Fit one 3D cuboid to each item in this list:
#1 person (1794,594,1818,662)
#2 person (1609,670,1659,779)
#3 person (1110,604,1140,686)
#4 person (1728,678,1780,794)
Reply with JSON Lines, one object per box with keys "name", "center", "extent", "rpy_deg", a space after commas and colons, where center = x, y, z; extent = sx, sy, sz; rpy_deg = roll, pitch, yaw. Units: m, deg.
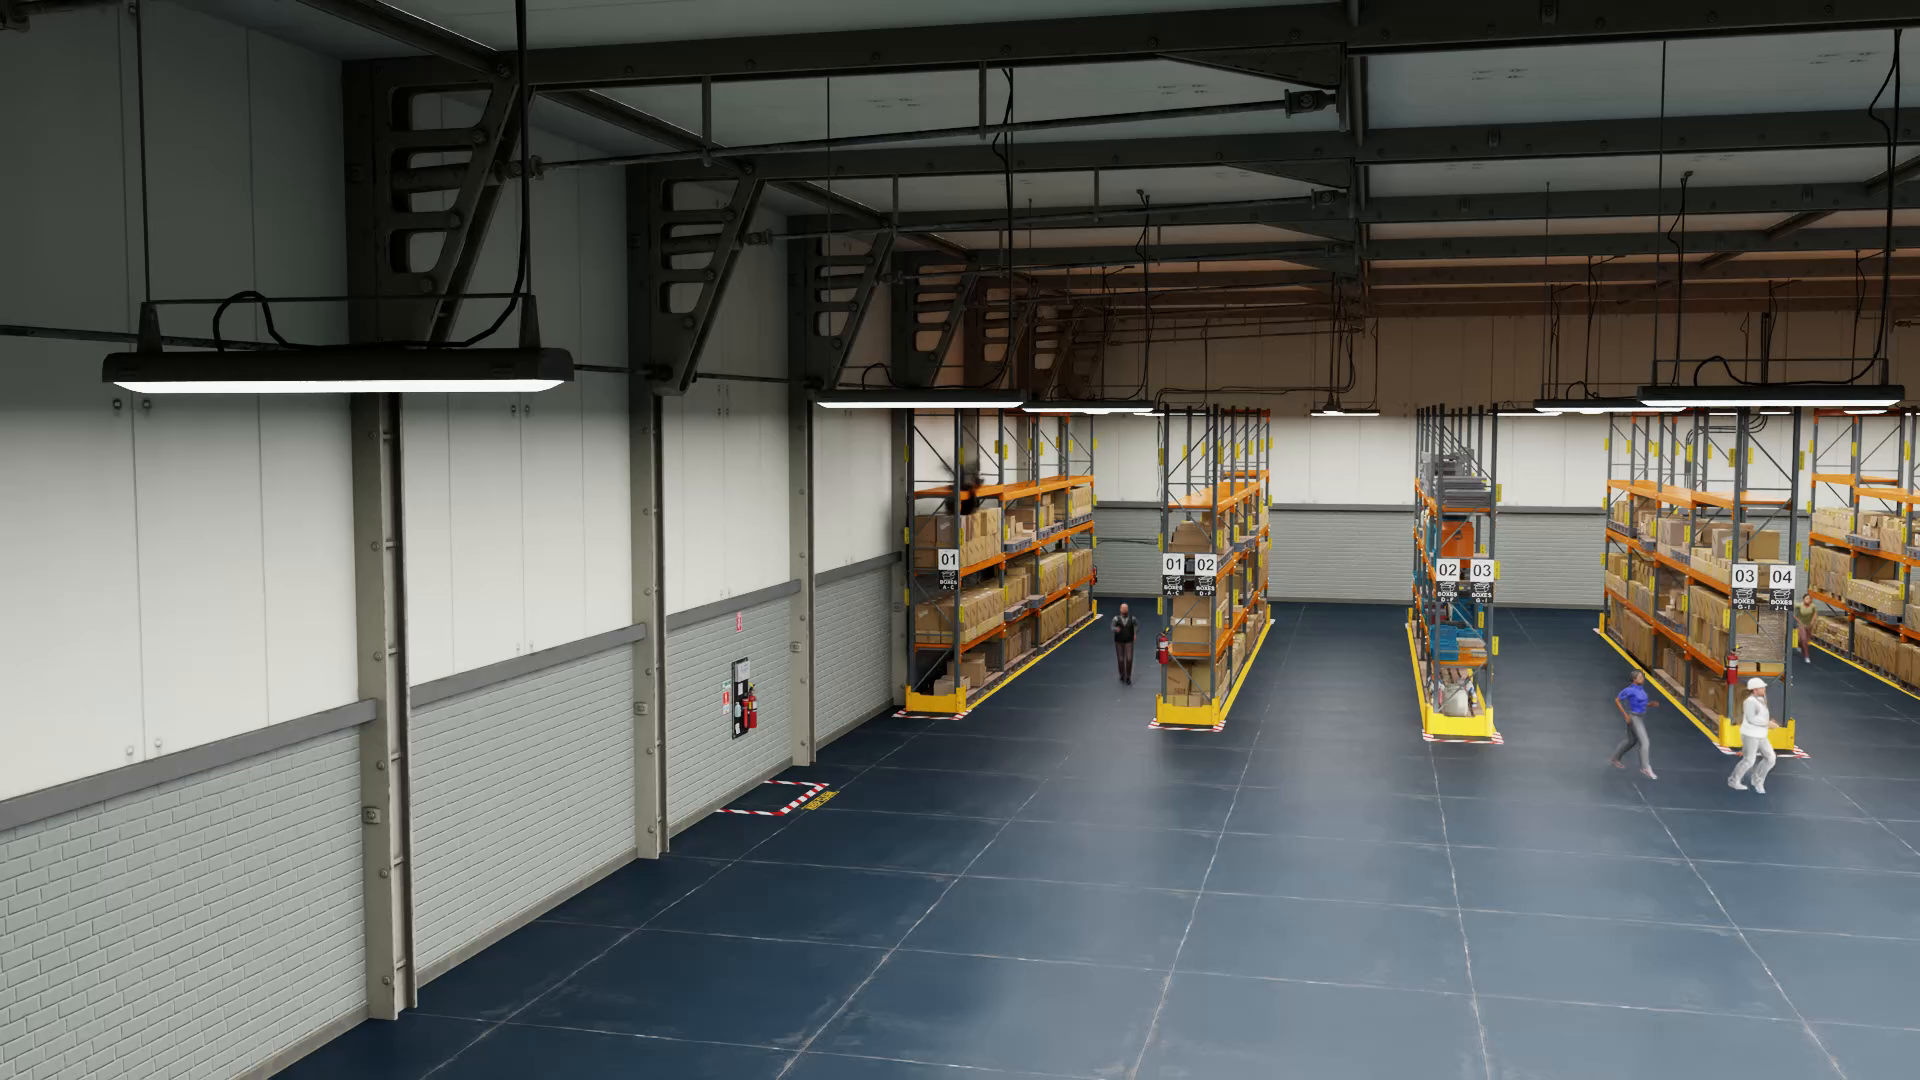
{"name": "person", "center": [20.025, 2.069, 39.502], "extent": [0.578, 1.648, 0.810], "rpy_deg": [1, 4, 16]}
{"name": "person", "center": [10.834, 2.942, 26.719], "extent": [0.825, 1.703, 0.554], "rpy_deg": [3, 5, 40]}
{"name": "person", "center": [3.553, 2.256, 35.895], "extent": [0.637, 1.763, 0.711], "rpy_deg": [1, 4, 9]}
{"name": "person", "center": [12.150, 3.011, 25.384], "extent": [0.672, 1.832, 0.731], "rpy_deg": [-4, 6, -45]}
